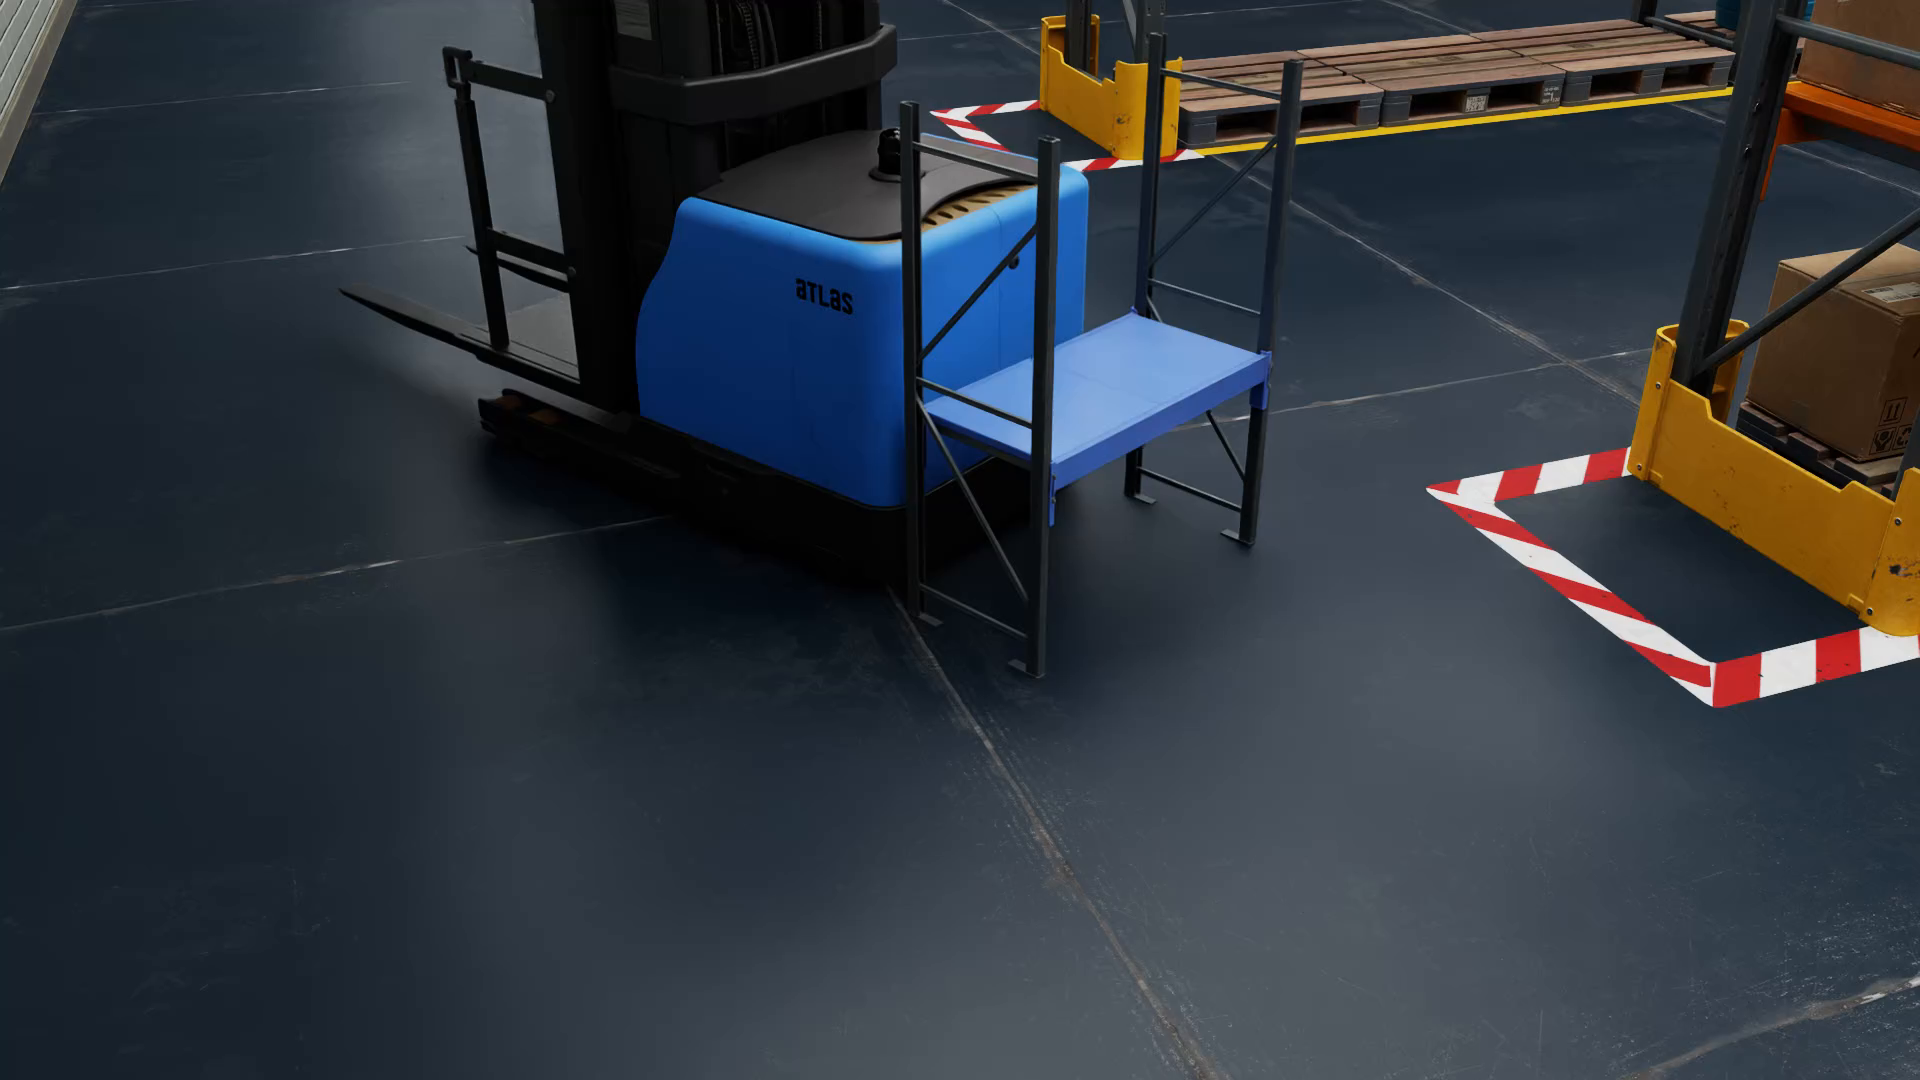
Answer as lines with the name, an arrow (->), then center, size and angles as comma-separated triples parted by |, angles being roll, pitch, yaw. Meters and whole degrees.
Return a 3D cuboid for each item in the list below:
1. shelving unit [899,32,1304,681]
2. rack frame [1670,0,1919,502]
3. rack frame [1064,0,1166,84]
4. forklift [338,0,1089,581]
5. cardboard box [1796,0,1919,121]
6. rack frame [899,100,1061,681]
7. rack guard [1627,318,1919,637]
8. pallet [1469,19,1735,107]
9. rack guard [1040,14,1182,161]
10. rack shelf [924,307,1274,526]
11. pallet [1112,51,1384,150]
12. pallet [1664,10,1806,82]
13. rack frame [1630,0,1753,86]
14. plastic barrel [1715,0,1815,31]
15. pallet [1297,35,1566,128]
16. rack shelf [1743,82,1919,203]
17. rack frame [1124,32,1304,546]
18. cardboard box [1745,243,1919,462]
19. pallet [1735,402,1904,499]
shelving unit -> 0.389, -0.538, 4.679 | 0.538, 1.500, 1.048 | 25, 38, 36
rack frame -> 2.550, -1.304, 4.509 | 0.127, 3.000, 1.000 | -10, 31, -18
rack frame -> 0.826, -3.603, 8.544 | 0.127, 3.000, 1.000 | -10, 31, -18
forklift -> -1.058, -1.739, 5.341 | 3.031, 2.935, 1.130 | 22, 36, 33
cardboard box -> 2.875, -1.551, 4.841 | 0.500, 0.500, 0.500 | -9, 31, -16
rack frame -> 0.041, -0.355, 4.357 | 0.500, 1.500, 0.032 | 25, 38, 36
rack guard -> 2.621, -0.231, 5.151 | 0.348, 0.500, 1.175 | -10, 31, -18
pallet -> 3.899, -2.937, 10.192 | 1.213, 0.211, 1.003 | -10, 31, -18
rack guard -> 0.808, -2.507, 9.145 | 0.348, 0.500, 1.175 | -10, 31, -18
rack shelf -> 0.389, -0.382, 4.768 | 0.538, 0.185, 1.000 | 25, 38, 36
pallet -> 1.612, -2.516, 9.452 | 1.213, 0.211, 1.003 | -10, 31, -18
pallet -> 5.313, -3.196, 10.646 | 1.213, 0.211, 1.003 | -10, 31, -18
rack frame -> 4.575, -4.293, 9.756 | 0.127, 3.000, 1.000 | -10, 31, -18
plastic barrel -> 5.091, -3.650, 10.322 | 0.708, 0.901, 0.600 | -10, 31, -18
pallet -> 2.754, -2.724, 9.819 | 1.213, 0.211, 1.003 | -10, 31, -18
rack shelf -> 4.424, -1.337, 5.293 | 4.000, 0.370, 1.077 | -10, 31, -18
rack frame -> 0.737, -0.722, 5.001 | 0.500, 1.500, 0.032 | 25, 38, 36
cardboard box -> 2.973, -0.617, 5.384 | 0.500, 0.500, 0.500 | -10, 31, -18
pallet -> 3.368, -0.244, 5.465 | 1.213, 0.211, 1.003 | -10, 31, -18
